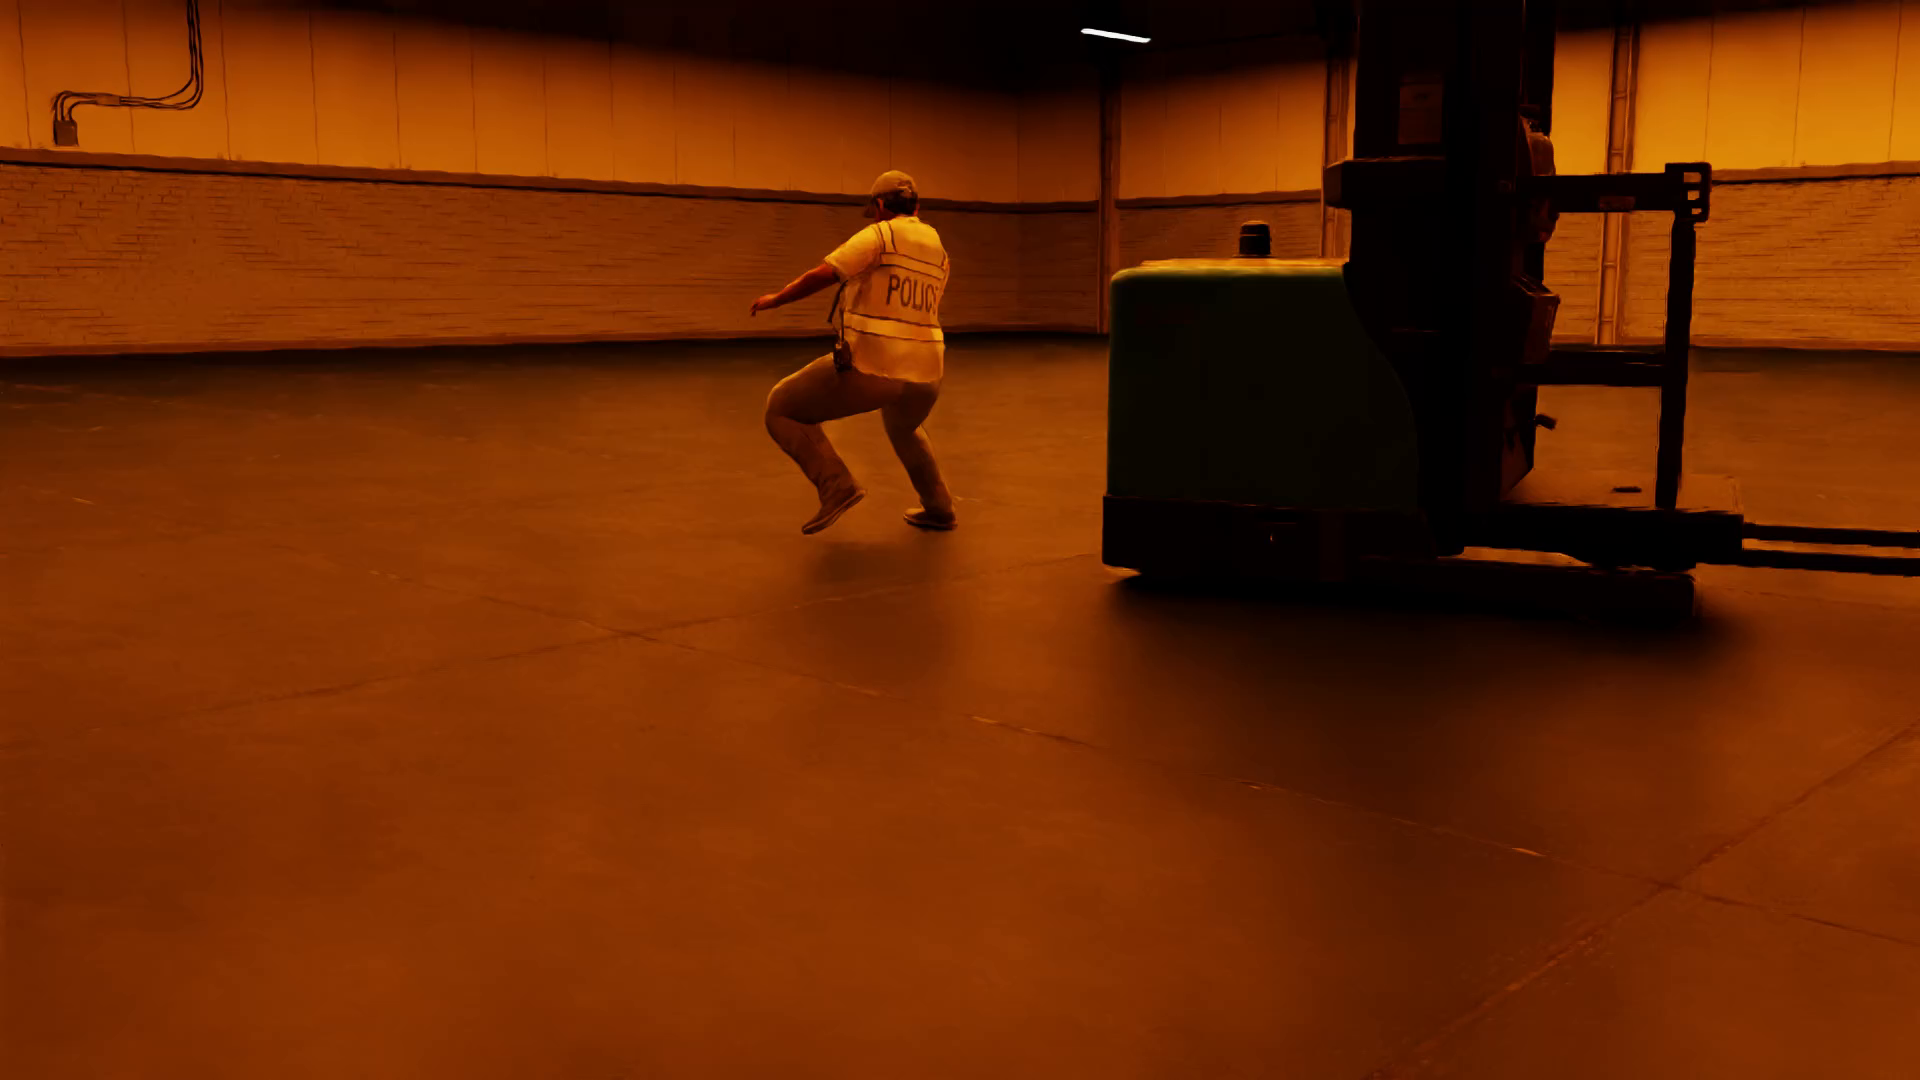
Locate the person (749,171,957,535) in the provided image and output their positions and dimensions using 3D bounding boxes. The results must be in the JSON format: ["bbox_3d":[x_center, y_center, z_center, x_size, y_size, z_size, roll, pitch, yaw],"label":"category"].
[{"bbox_3d":[-0.369,-0.744,6.723,0.904,1.459,0.746,-7,11,-40],"label":"person"}]

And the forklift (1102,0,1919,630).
[{"bbox_3d":[2.052,-1.272,5.323,3.031,2.935,1.130,4,9,24],"label":"forklift"}]
